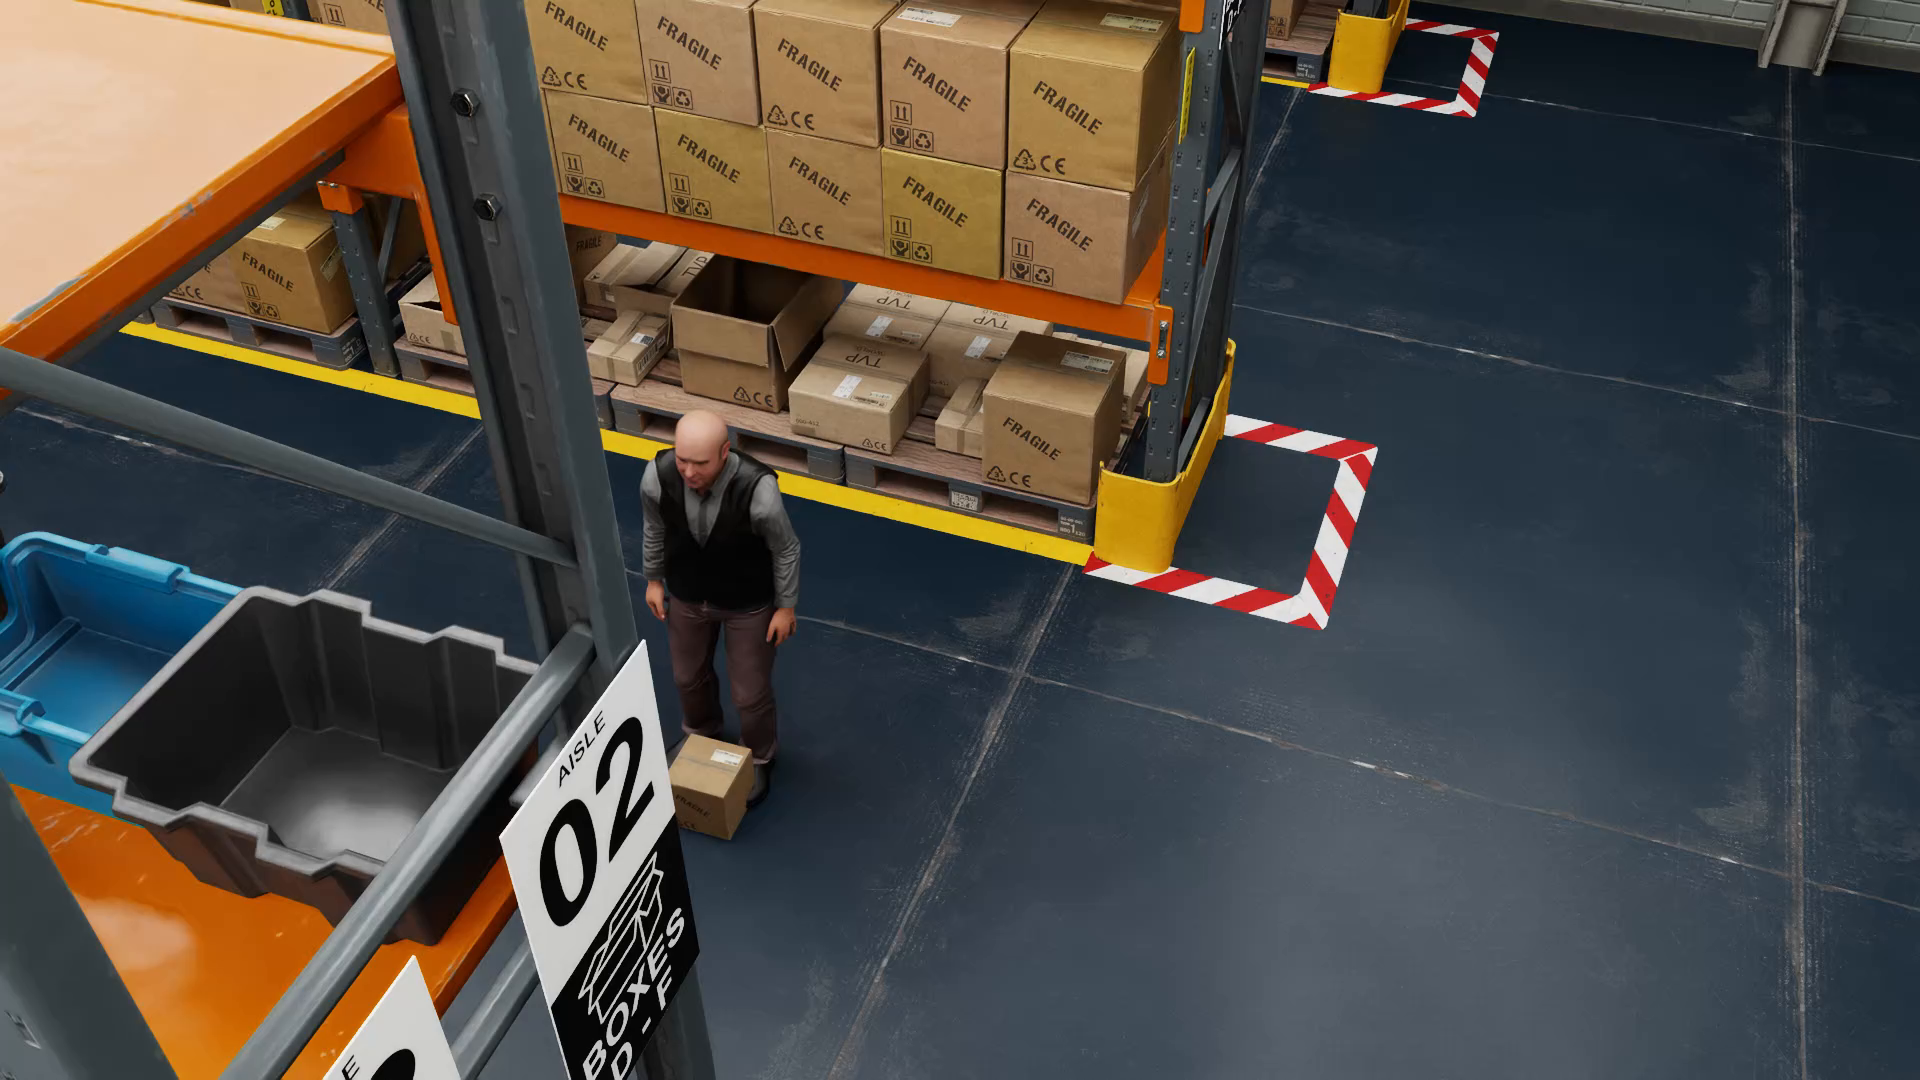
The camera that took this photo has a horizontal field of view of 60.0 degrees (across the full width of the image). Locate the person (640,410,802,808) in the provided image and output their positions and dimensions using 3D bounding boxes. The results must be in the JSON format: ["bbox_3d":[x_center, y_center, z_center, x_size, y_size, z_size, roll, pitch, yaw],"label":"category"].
[{"bbox_3d":[-0.848,0.214,5.934,0.591,1.720,0.475,11,42,12],"label":"person"}]
